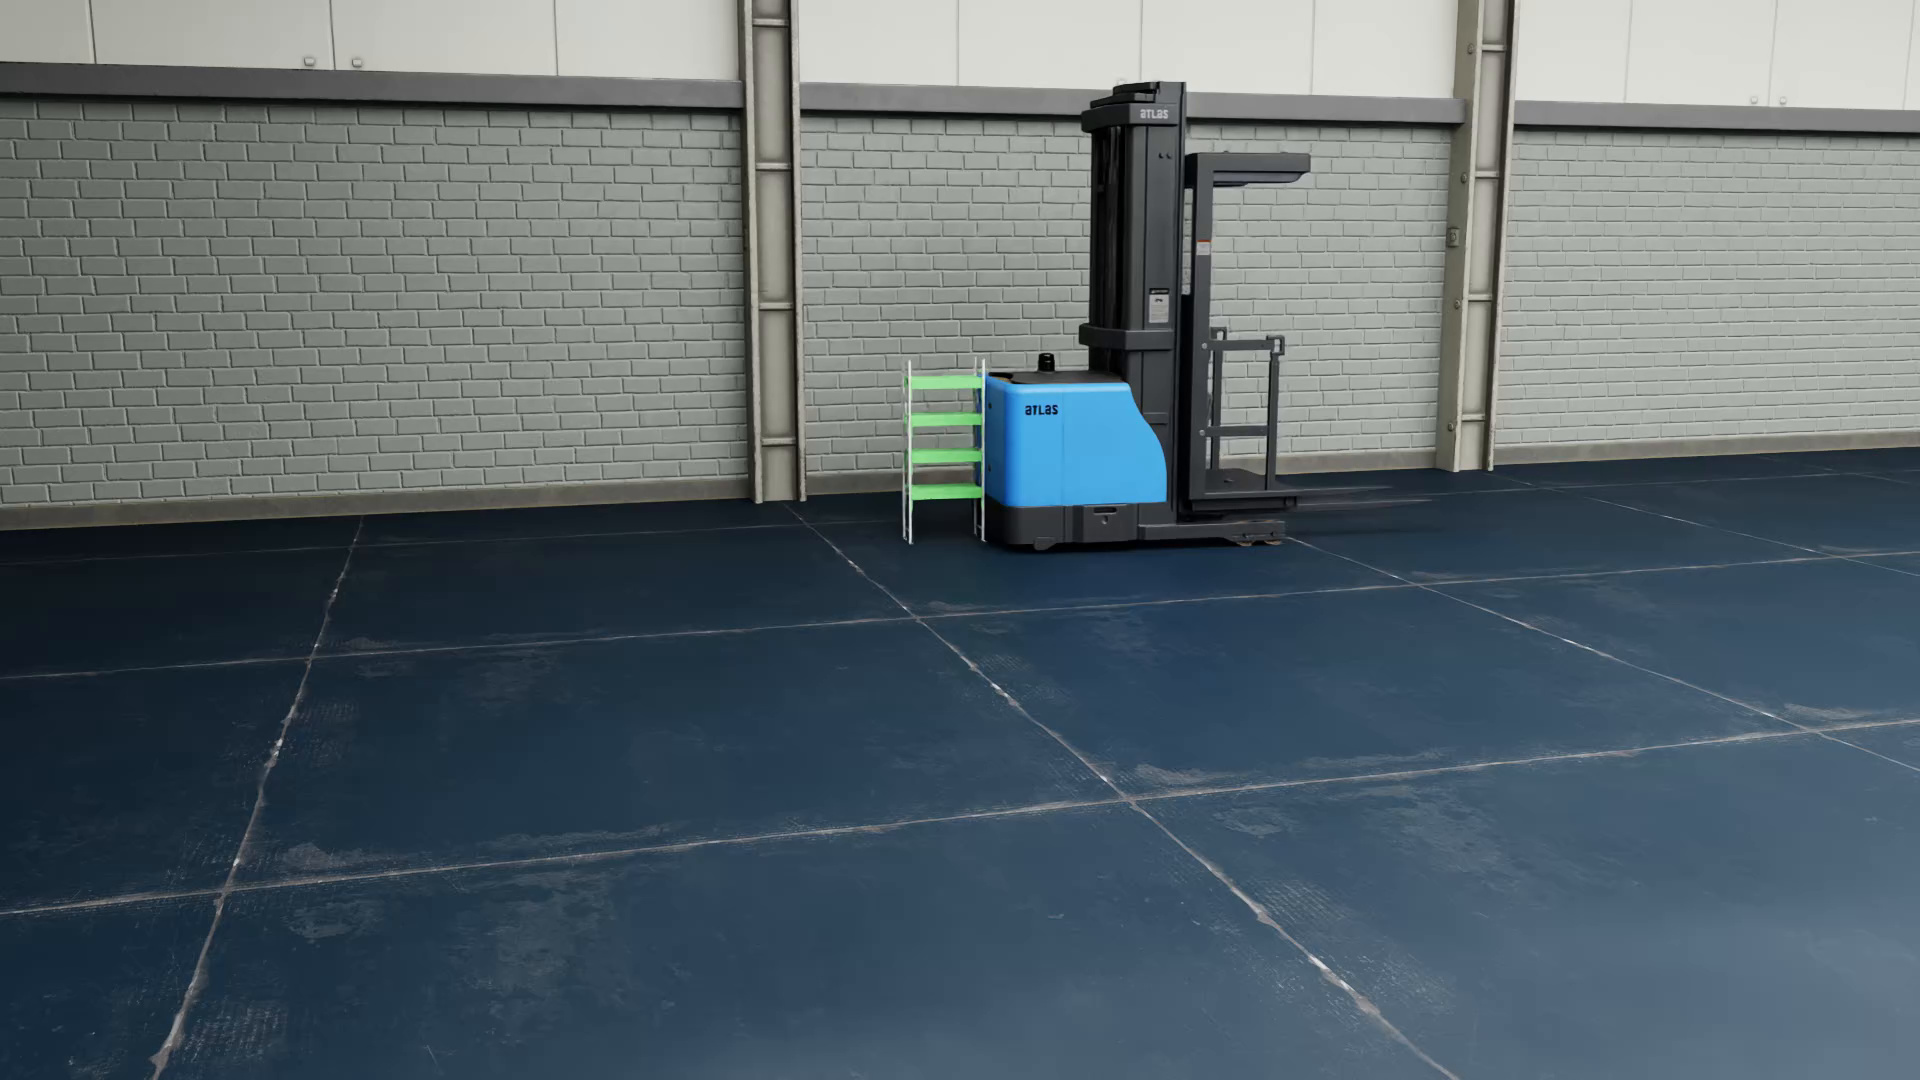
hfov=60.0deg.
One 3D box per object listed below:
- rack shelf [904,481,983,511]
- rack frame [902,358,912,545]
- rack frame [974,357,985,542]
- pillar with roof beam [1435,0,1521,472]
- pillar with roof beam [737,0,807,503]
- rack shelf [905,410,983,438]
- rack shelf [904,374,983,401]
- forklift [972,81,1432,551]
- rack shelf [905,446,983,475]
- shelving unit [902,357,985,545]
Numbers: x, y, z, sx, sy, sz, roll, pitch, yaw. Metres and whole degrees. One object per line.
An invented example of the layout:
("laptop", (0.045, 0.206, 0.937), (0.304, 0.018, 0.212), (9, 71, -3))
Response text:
("rack shelf", (-0.111, -0.291, 10.990), (0.480, 0.148, 0.258), (-2, 11, -12))
("rack frame", (-0.350, -0.580, 10.882), (0.015, 1.200, 0.240), (-2, 11, -12))
("rack frame", (0.127, -0.599, 10.987), (0.015, 1.200, 0.240), (-2, 11, -12))
("pillar with roof beam", (5.565, -4.295, 9.524), (0.400, 9.000, 9.100), (-3, 11, -16))
("pillar with roof beam", (-0.196, -3.992, 7.875), (0.400, 9.000, 9.100), (-3, 11, -16))
("rack shelf", (-0.111, -0.763, 10.903), (0.480, 0.148, 0.258), (-2, 11, -12))
("rack shelf", (-0.111, -0.999, 10.859), (0.480, 0.148, 0.258), (-2, 11, -12))
("forklift", (1.652, -1.490, 11.042), (3.031, 2.935, 1.130), (-2, 11, -12))
("rack shelf", (-0.111, -0.527, 10.946), (0.480, 0.148, 0.258), (-2, 11, -12))
("shelving unit", (-0.111, -0.590, 10.935), (0.503, 1.200, 0.258), (-2, 11, -12))
